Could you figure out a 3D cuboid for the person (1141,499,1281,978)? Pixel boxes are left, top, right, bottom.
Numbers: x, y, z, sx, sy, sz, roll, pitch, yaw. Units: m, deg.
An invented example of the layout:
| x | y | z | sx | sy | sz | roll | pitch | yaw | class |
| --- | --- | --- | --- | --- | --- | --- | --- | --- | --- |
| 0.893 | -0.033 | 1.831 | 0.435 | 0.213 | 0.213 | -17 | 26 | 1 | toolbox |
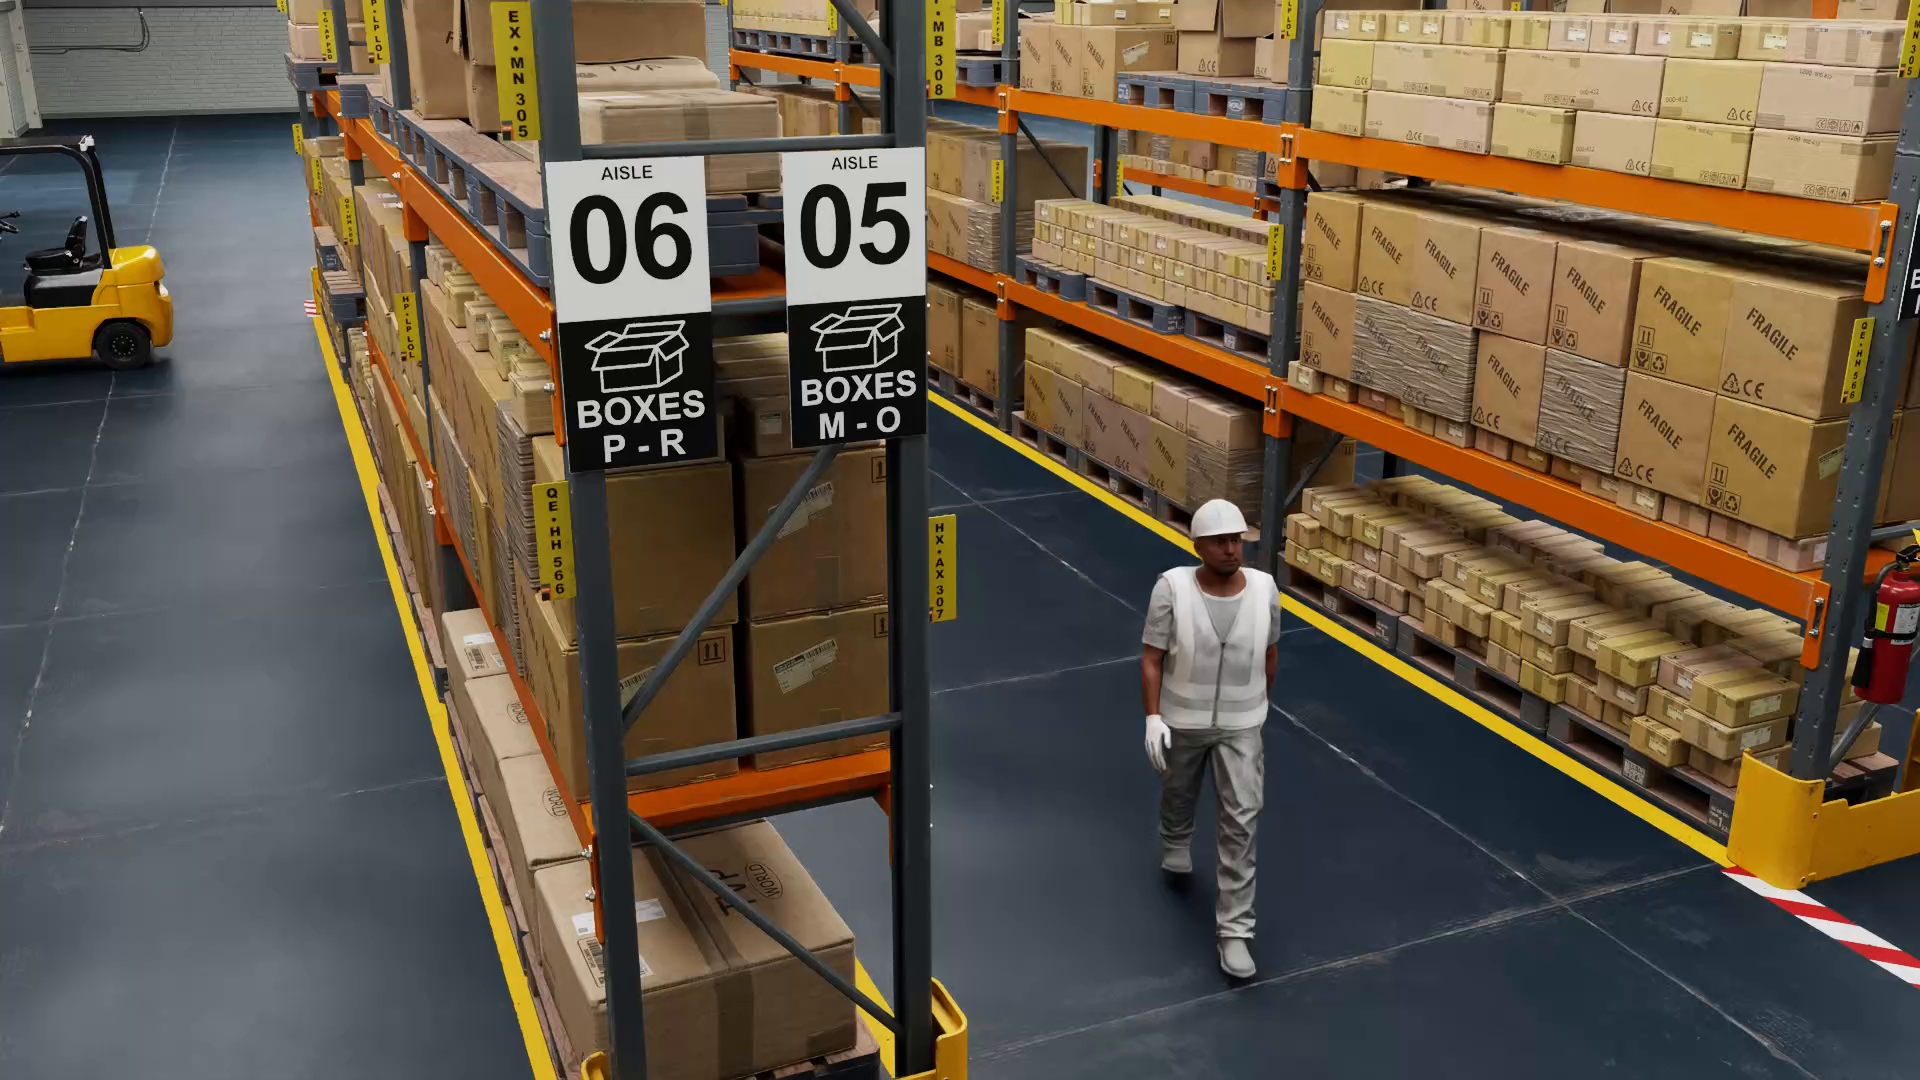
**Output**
| x | y | z | sx | sy | sz | roll | pitch | yaw | class |
| --- | --- | --- | --- | --- | --- | --- | --- | --- | --- |
| 0.968 | 0.705 | 6.442 | 0.545 | 1.735 | 1.037 | 1 | 19 | 3 | person |
